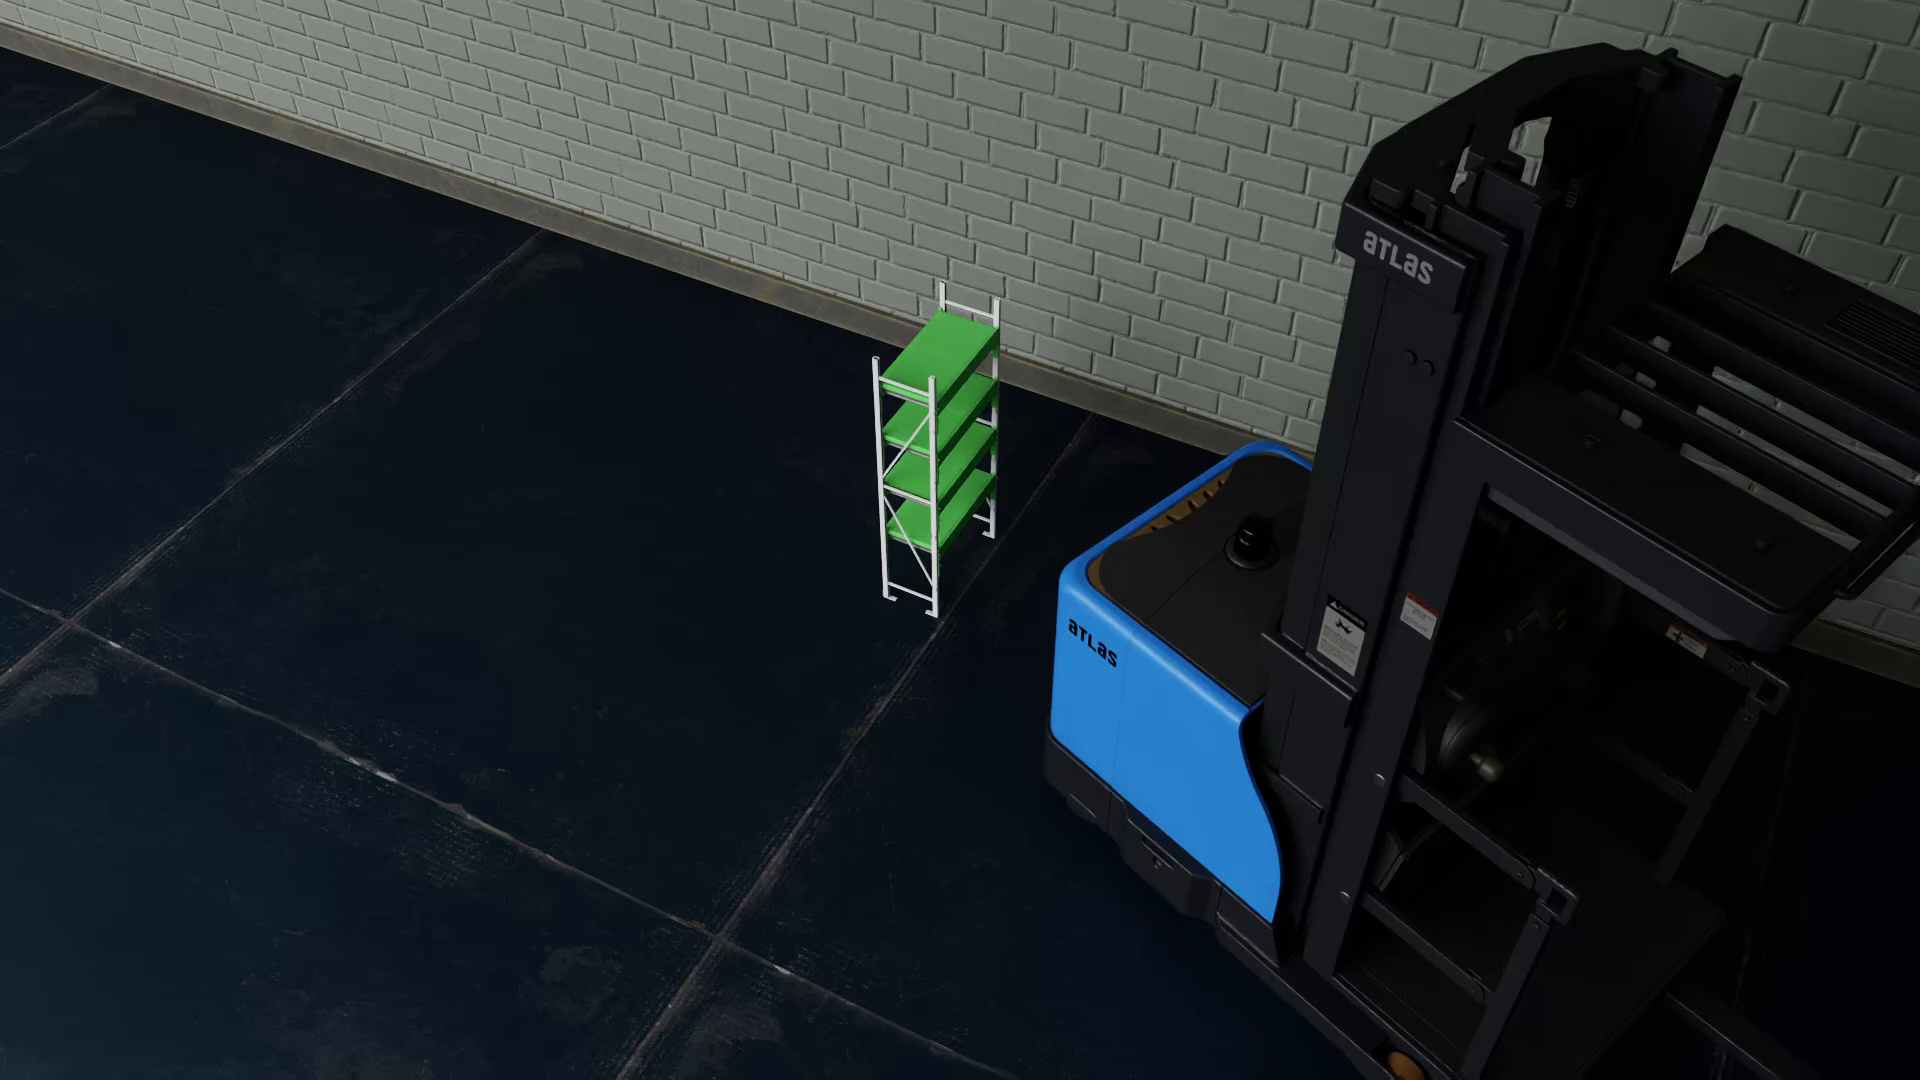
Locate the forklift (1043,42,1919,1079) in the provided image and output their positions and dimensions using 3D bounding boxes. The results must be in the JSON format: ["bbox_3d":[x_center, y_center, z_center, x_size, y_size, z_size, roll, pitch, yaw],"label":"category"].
[{"bbox_3d":[1.646,0.376,4.318,1.130,2.935,3.031,-32,54,-28],"label":"forklift"}]

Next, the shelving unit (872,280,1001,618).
[{"bbox_3d":[-0.077,-0.317,6.220,0.258,1.200,0.503,20,49,19],"label":"shelving unit"}]

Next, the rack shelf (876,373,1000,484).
[{"bbox_3d":[-0.077,-0.441,6.095,0.258,0.148,0.480,20,49,19],"label":"rack shelf"}]

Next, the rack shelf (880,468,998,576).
[{"bbox_3d":[-0.077,-0.104,6.436,0.258,0.148,0.480,20,49,19],"label":"rack shelf"}]

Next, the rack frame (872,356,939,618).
[{"bbox_3d":[-0.190,-0.164,6.068,0.240,1.200,0.015,20,49,19],"label":"rack frame"}]

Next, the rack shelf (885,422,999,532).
[{"bbox_3d":[-0.077,-0.273,6.266,0.258,0.148,0.480,20,49,19],"label":"rack shelf"}]

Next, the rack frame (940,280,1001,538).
[{"bbox_3d":[0.036,-0.471,6.372,0.240,1.200,0.015,20,49,19],"label":"rack frame"}]

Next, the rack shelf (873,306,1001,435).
[{"bbox_3d":[-0.077,-0.610,5.924,0.258,0.148,0.480,20,49,19],"label":"rack shelf"}]
